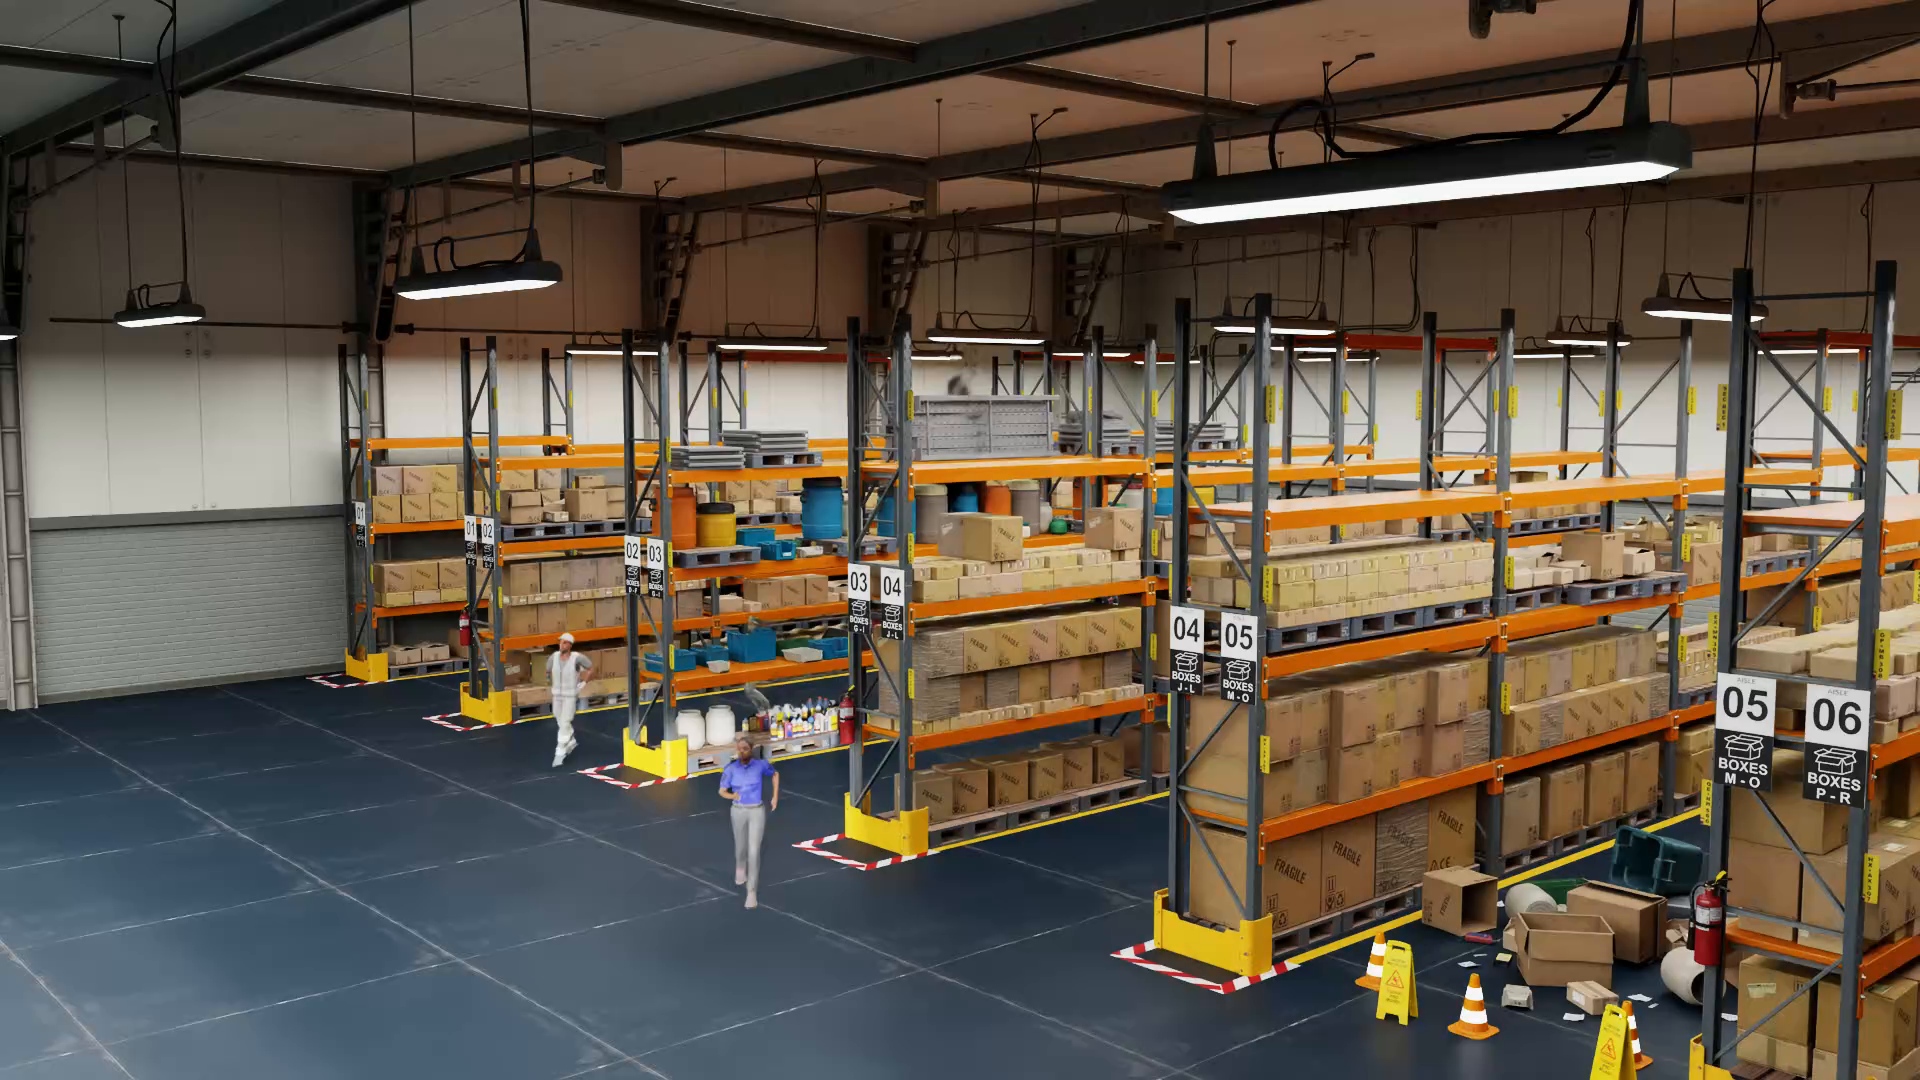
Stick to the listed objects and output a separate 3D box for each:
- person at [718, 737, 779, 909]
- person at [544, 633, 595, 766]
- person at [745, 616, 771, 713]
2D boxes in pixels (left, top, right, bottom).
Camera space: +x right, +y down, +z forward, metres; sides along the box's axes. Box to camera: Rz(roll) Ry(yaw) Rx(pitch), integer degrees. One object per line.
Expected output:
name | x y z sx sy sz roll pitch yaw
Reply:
person | -2.150 2.828 16.983 0.585 1.700 0.896 0 5 1
person | -5.478 2.205 23.212 0.667 1.854 0.743 2 5 16
person | -3.252 2.006 26.020 0.514 1.648 0.589 -5 7 -44
